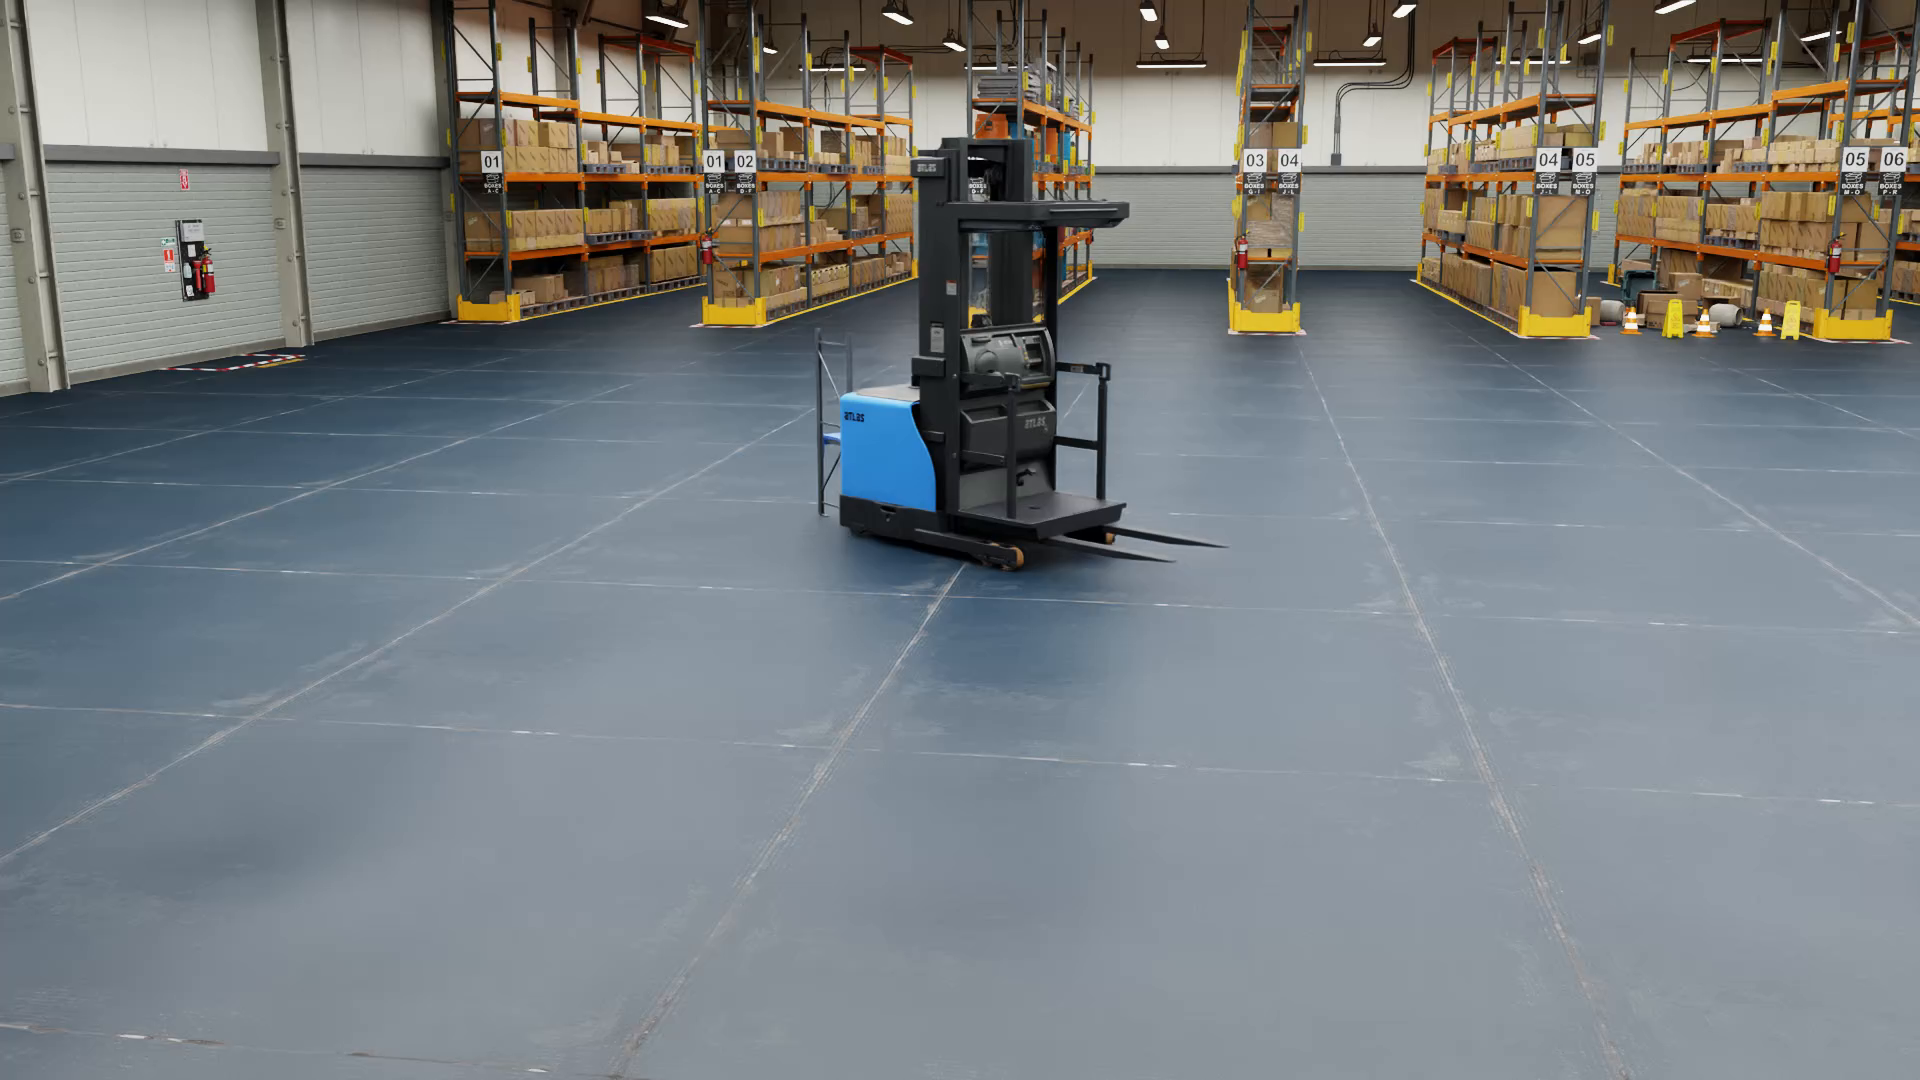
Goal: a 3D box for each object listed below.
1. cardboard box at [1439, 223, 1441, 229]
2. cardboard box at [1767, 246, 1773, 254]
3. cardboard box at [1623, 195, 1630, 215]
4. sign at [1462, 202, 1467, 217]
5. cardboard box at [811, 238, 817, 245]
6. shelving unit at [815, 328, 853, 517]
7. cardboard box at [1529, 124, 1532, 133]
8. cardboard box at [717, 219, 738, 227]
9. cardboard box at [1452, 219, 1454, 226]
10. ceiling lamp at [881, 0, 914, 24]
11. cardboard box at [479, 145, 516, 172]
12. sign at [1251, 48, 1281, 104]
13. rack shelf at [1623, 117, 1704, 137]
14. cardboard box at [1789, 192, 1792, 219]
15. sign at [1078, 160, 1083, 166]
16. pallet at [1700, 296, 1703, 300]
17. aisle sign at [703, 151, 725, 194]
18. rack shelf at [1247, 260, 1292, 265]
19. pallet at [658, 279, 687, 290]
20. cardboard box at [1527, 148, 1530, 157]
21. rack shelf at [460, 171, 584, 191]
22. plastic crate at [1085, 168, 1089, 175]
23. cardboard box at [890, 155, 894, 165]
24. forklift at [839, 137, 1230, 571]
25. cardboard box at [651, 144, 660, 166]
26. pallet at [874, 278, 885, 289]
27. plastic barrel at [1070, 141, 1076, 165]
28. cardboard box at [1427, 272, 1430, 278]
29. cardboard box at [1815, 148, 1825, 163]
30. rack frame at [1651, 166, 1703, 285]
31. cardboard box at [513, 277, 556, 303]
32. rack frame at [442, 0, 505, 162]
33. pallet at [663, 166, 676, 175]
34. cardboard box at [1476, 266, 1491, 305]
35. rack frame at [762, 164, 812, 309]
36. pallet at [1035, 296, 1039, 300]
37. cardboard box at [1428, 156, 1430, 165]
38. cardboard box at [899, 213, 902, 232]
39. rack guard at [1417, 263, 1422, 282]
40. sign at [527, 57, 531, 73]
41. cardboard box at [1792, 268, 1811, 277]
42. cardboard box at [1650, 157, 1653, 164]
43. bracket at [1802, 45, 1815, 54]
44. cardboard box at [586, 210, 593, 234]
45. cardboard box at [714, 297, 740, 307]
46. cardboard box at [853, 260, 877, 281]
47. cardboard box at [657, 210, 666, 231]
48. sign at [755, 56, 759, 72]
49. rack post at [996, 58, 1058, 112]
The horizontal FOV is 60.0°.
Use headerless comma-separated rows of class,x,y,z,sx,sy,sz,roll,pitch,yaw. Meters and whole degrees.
cardboard box,11.700,-7.518,39.856,0.380,0.149,0.250,2,12,10
cardboard box,15.575,-5.523,31.598,0.380,0.149,0.250,2,12,10
cardboard box,17.346,-8.593,42.634,0.500,0.500,0.500,2,12,7
sign,11.099,-7.270,36.549,0.100,0.325,0.005,2,12,9
cardboard box,-3.313,-6.453,35.914,0.380,0.149,0.250,2,12,9
shelving unit,-0.580,-0.961,13.394,1.039,1.500,0.500,-9,15,-35
cardboard box,10.163,-7.183,29.052,0.380,0.149,0.250,2,12,9
cardboard box,-4.396,-6.017,31.518,0.380,0.149,0.250,2,12,8
cardboard box,11.340,-7.183,37.599,0.380,0.149,0.250,2,12,10
ceiling lamp,-1.003,-12.068,33.276,0.800,3.185,2.000,2,12,9
cardboard box,-8.864,-7.312,31.897,0.500,0.500,0.500,2,12,10
sign,7.370,-10.674,40.665,0.949,2.616,0.053,2,12,9
rack shelf,17.466,-10.223,41.225,1.077,0.370,4.000,2,12,9
cardboard box,15.452,-6.033,30.052,0.700,0.500,0.500,2,12,8
sign,3.016,-9.355,41.640,0.100,0.325,0.005,2,12,9
pallet,16.422,-5.062,35.483,1.003,0.211,1.213,2,12,9
aisle sign,-4.567,-6.832,30.906,0.394,0.787,0.004,2,12,9
rack shelf,5.829,-5.379,31.699,0.831,0.071,3.687,2,12,9
pallet,-7.546,-6.442,41.887,1.003,0.211,1.213,2,12,9
cardboard box,10.162,-6.792,29.134,0.380,0.149,0.250,2,12,9
rack shelf,-8.854,-7.256,33.632,1.077,0.370,4.000,2,12,9
plastic crate,3.218,-9.883,44.616,0.450,0.188,0.336,2,12,9
cardboard box,-2.026,-9.898,43.353,0.500,0.250,0.500,2,12,9
forklift,0.500,-1.344,11.772,3.031,2.935,1.130,11,16,42
cardboard box,-7.786,-9.451,40.824,0.700,0.500,0.500,3,12,12
pallet,-2.509,-6.530,42.293,1.003,0.211,1.213,2,12,9
plastic barrel,2.533,-9.469,40.750,0.600,0.588,0.600,0,12,0
cardboard box,12.263,-6.842,42.891,0.380,0.149,0.250,1,12,6
cardboard box,15.218,-6.681,28.903,0.500,0.250,0.500,2,12,8
rack frame,17.159,-7.421,39.807,1.000,3.000,0.127,2,12,9
cardboard box,-8.717,-5.129,34.064,0.700,0.500,0.500,1,12,5
rack frame,-9.162,-8.658,31.308,1.000,3.000,0.127,2,12,9
pallet,-7.716,-9.133,41.082,1.003,0.211,1.213,2,12,11
cardboard box,11.028,-5.133,33.532,1.050,0.750,0.750,2,12,8
rack frame,-3.652,-6.398,35.063,1.000,3.000,0.127,2,12,9
pallet,1.325,-5.039,35.373,1.003,0.211,1.213,2,12,9
cardboard box,12.541,-9.945,43.570,0.500,0.250,0.500,2,12,10
cardboard box,-1.842,-8.526,44.700,0.500,0.500,0.500,2,12,8
rack guard,12.856,-7.155,44.507,1.175,0.500,0.348,2,12,9
sign,-9.096,-10.042,35.135,0.100,0.325,0.005,2,12,9
cardboard box,15.253,-4.828,29.989,0.380,0.149,0.250,2,12,11
cardboard box,16.981,-9.217,40.383,0.380,0.149,0.250,2,12,10
bracket,24.062,-13.909,47.129,0.235,0.232,0.430,2,12,9
cardboard box,-8.435,-6.927,36.233,0.700,0.500,0.500,2,12,9
cardboard box,-4.476,-4.548,32.007,0.500,0.250,0.500,2,12,9
cardboard box,-2.376,-6.738,41.527,0.500,0.500,0.500,2,12,9
cardboard box,-7.514,-7.796,40.559,0.500,0.500,0.500,2,12,11
sign,-4.190,-9.841,34.394,0.100,0.325,0.005,2,12,9
rack post,1.460,-9.680,35.576,1.013,1.000,3.121,2,12,9
